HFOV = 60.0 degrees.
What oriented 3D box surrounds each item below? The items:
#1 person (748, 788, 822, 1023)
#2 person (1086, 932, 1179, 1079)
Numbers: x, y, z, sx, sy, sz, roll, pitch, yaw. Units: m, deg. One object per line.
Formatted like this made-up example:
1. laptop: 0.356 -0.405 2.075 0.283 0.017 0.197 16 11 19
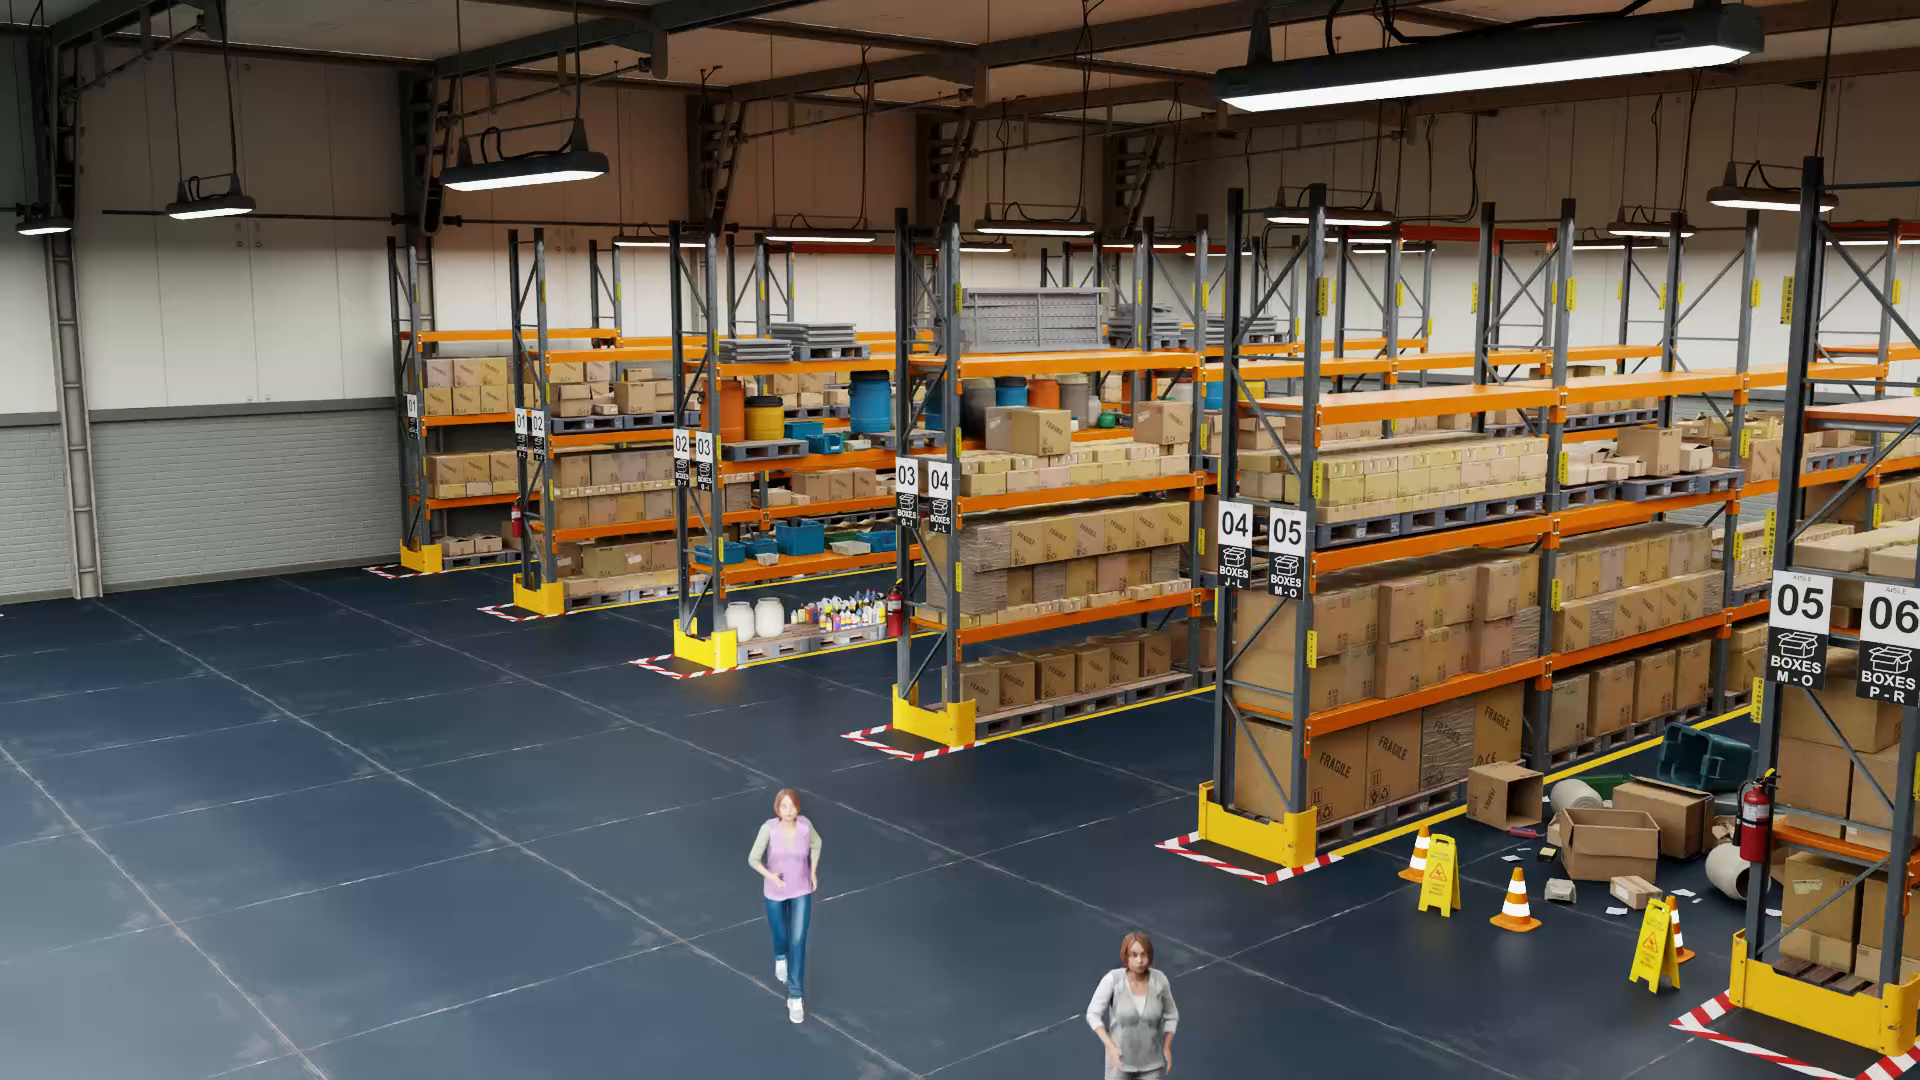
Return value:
1. person: -1.251 2.554 11.986 0.537 1.607 0.820 -1 9 -8
2. person: 0.986 2.965 9.480 0.532 1.555 0.547 -1 9 -5
